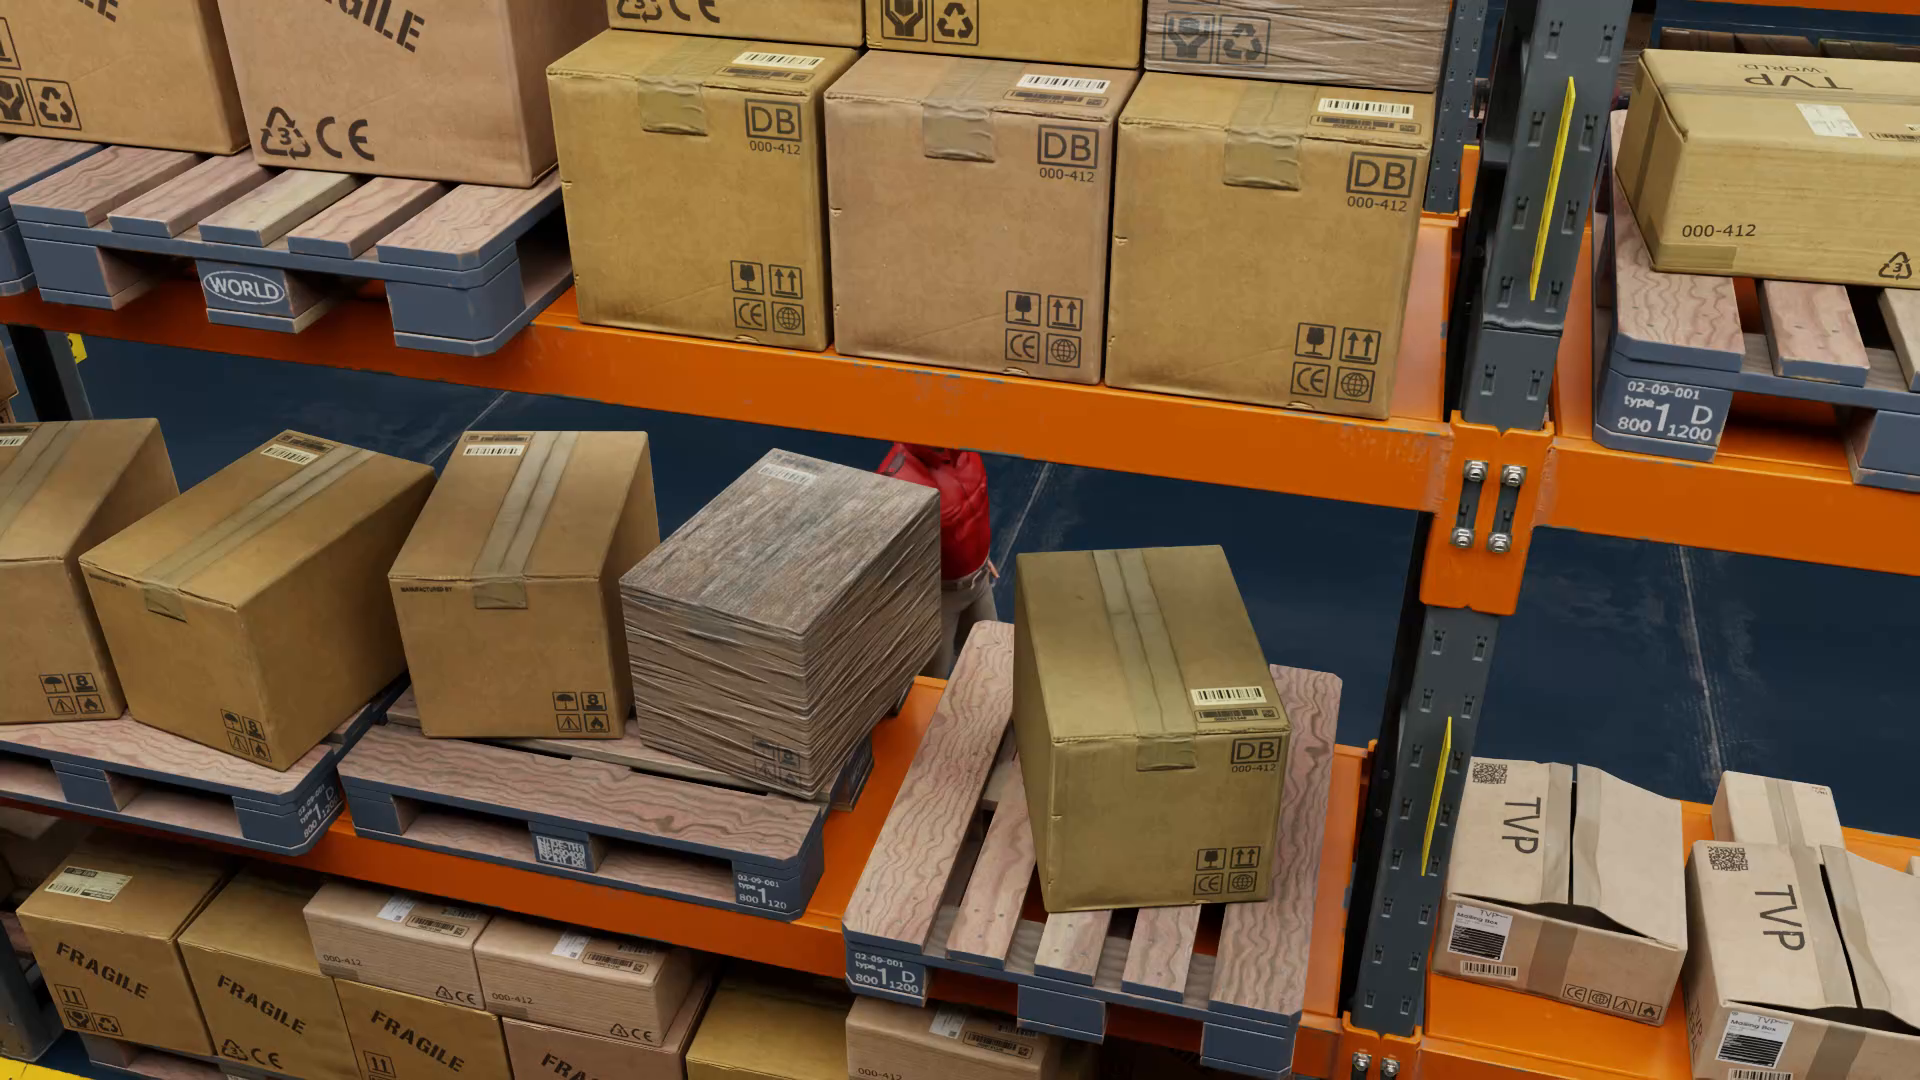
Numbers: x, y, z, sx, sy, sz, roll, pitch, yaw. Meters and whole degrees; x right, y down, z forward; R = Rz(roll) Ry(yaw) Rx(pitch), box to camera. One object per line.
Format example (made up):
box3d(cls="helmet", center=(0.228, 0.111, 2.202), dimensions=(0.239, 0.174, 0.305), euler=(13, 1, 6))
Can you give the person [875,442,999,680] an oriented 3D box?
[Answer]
box3d(cls="person", center=(-0.021, 0.189, 5.833), dimensions=(0.486, 1.737, 0.580), euler=(18, 37, 26))
